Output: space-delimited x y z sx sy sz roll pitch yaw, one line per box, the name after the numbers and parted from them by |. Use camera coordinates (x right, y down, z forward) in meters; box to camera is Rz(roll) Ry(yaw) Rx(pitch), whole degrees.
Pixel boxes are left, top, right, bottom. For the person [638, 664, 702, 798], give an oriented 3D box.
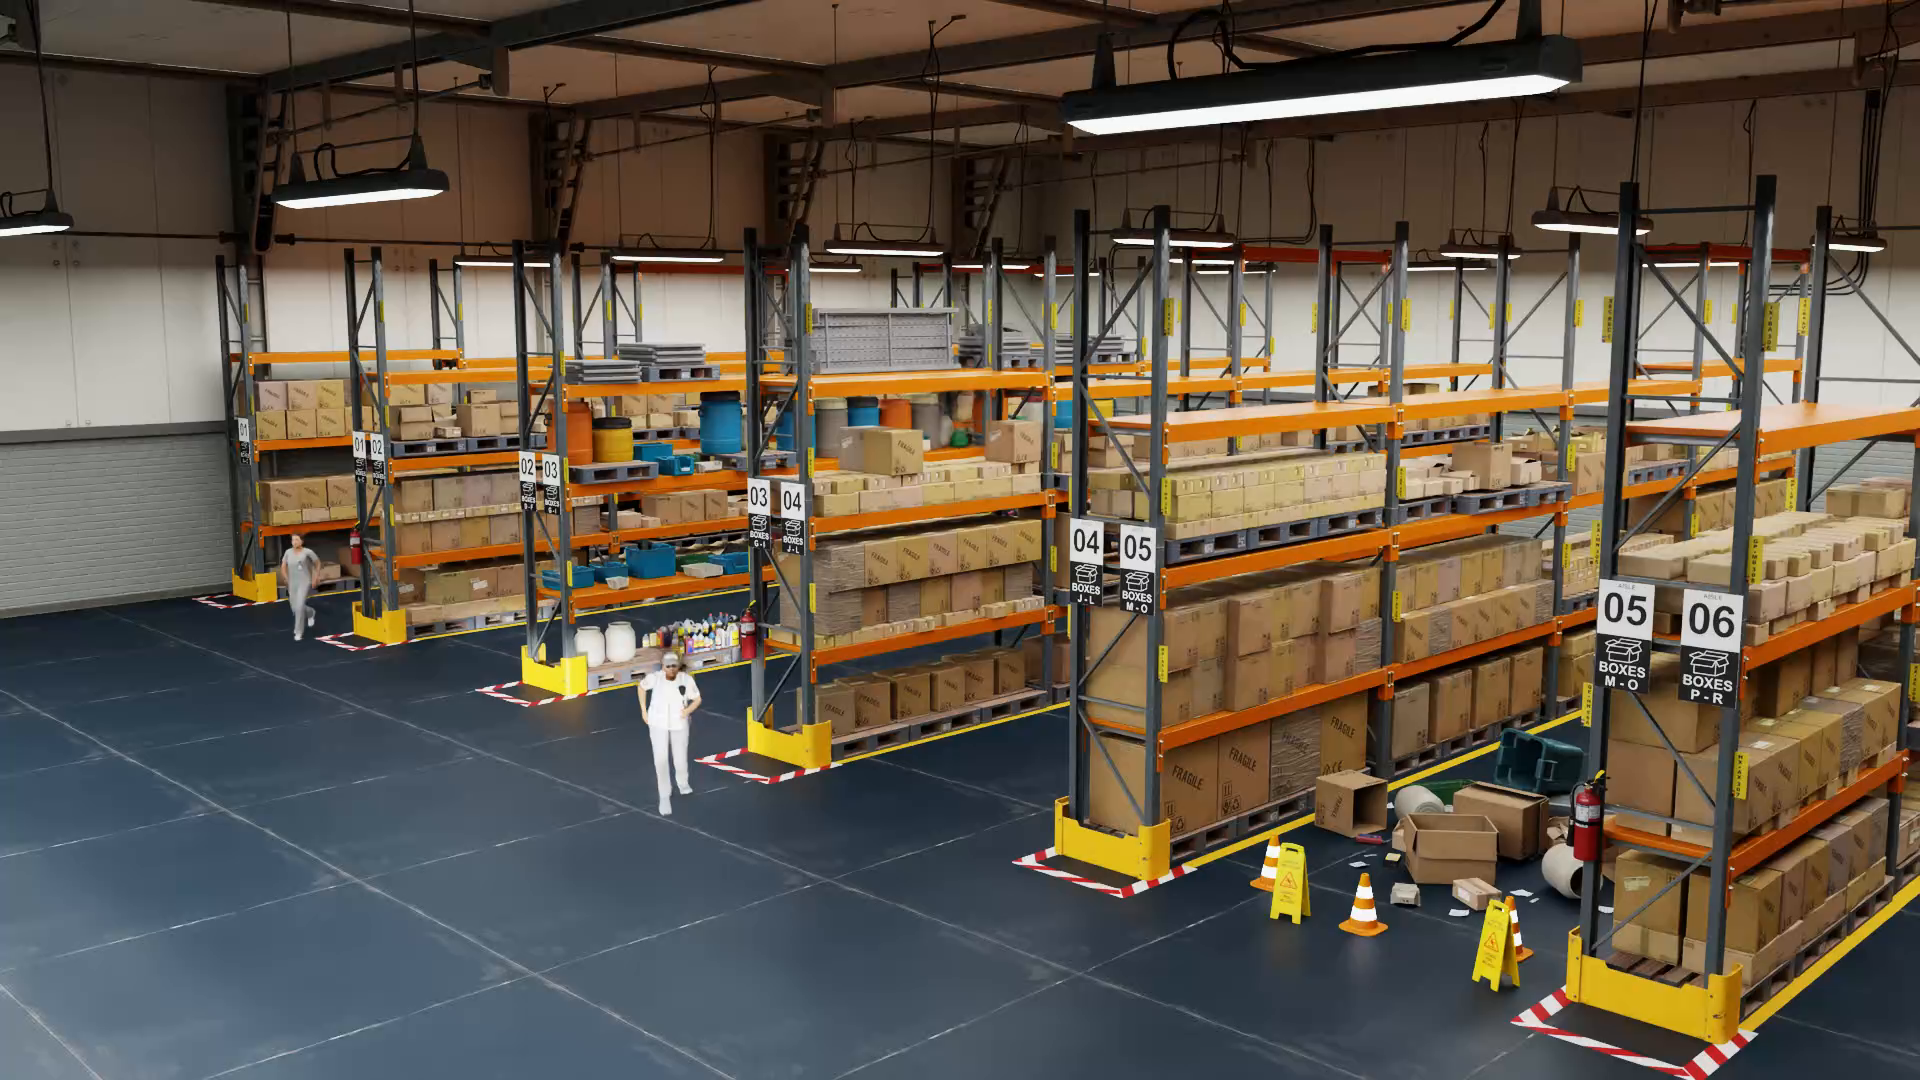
-2.989 1.881 17.176 0.642 1.504 0.724 -2 8 -12 | person

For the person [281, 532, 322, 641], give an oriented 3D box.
-10.286 0.701 25.972 0.601 1.669 0.742 1 8 5 | person
